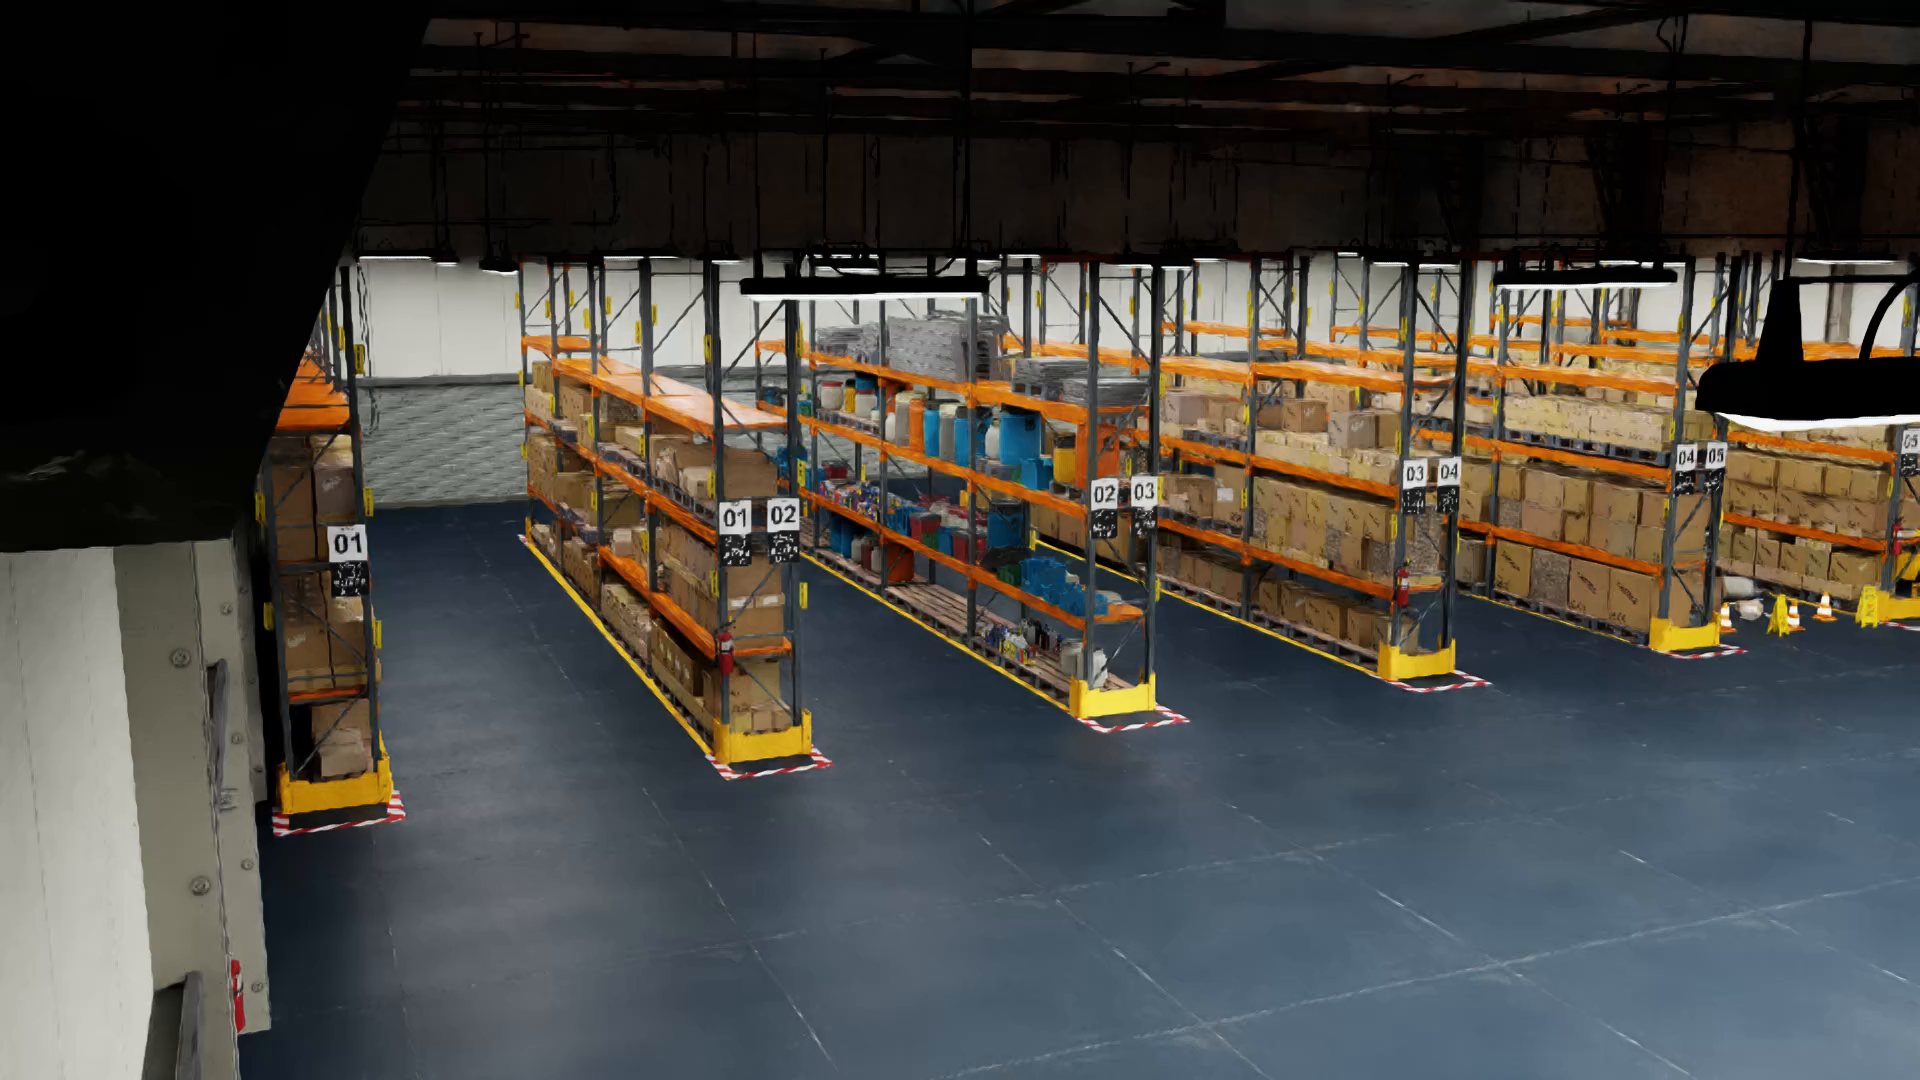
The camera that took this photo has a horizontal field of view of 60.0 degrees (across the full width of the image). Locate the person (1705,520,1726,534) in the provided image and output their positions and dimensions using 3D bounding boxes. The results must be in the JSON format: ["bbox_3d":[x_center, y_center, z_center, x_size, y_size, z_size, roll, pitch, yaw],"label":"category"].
[{"bbox_3d":[16.067,-0.883,35.365,0.531,1.588,0.536,1,10,4],"label":"person"}]

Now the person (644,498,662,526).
[{"bbox_3d":[-6.053,-0.533,32.918,0.388,1.772,0.703,-7,12,-32],"label":"person"}]

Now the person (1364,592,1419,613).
[{"bbox_3d":[7.295,0.363,28.235,0.598,1.698,1.193,-4,11,-20],"label":"person"}]
